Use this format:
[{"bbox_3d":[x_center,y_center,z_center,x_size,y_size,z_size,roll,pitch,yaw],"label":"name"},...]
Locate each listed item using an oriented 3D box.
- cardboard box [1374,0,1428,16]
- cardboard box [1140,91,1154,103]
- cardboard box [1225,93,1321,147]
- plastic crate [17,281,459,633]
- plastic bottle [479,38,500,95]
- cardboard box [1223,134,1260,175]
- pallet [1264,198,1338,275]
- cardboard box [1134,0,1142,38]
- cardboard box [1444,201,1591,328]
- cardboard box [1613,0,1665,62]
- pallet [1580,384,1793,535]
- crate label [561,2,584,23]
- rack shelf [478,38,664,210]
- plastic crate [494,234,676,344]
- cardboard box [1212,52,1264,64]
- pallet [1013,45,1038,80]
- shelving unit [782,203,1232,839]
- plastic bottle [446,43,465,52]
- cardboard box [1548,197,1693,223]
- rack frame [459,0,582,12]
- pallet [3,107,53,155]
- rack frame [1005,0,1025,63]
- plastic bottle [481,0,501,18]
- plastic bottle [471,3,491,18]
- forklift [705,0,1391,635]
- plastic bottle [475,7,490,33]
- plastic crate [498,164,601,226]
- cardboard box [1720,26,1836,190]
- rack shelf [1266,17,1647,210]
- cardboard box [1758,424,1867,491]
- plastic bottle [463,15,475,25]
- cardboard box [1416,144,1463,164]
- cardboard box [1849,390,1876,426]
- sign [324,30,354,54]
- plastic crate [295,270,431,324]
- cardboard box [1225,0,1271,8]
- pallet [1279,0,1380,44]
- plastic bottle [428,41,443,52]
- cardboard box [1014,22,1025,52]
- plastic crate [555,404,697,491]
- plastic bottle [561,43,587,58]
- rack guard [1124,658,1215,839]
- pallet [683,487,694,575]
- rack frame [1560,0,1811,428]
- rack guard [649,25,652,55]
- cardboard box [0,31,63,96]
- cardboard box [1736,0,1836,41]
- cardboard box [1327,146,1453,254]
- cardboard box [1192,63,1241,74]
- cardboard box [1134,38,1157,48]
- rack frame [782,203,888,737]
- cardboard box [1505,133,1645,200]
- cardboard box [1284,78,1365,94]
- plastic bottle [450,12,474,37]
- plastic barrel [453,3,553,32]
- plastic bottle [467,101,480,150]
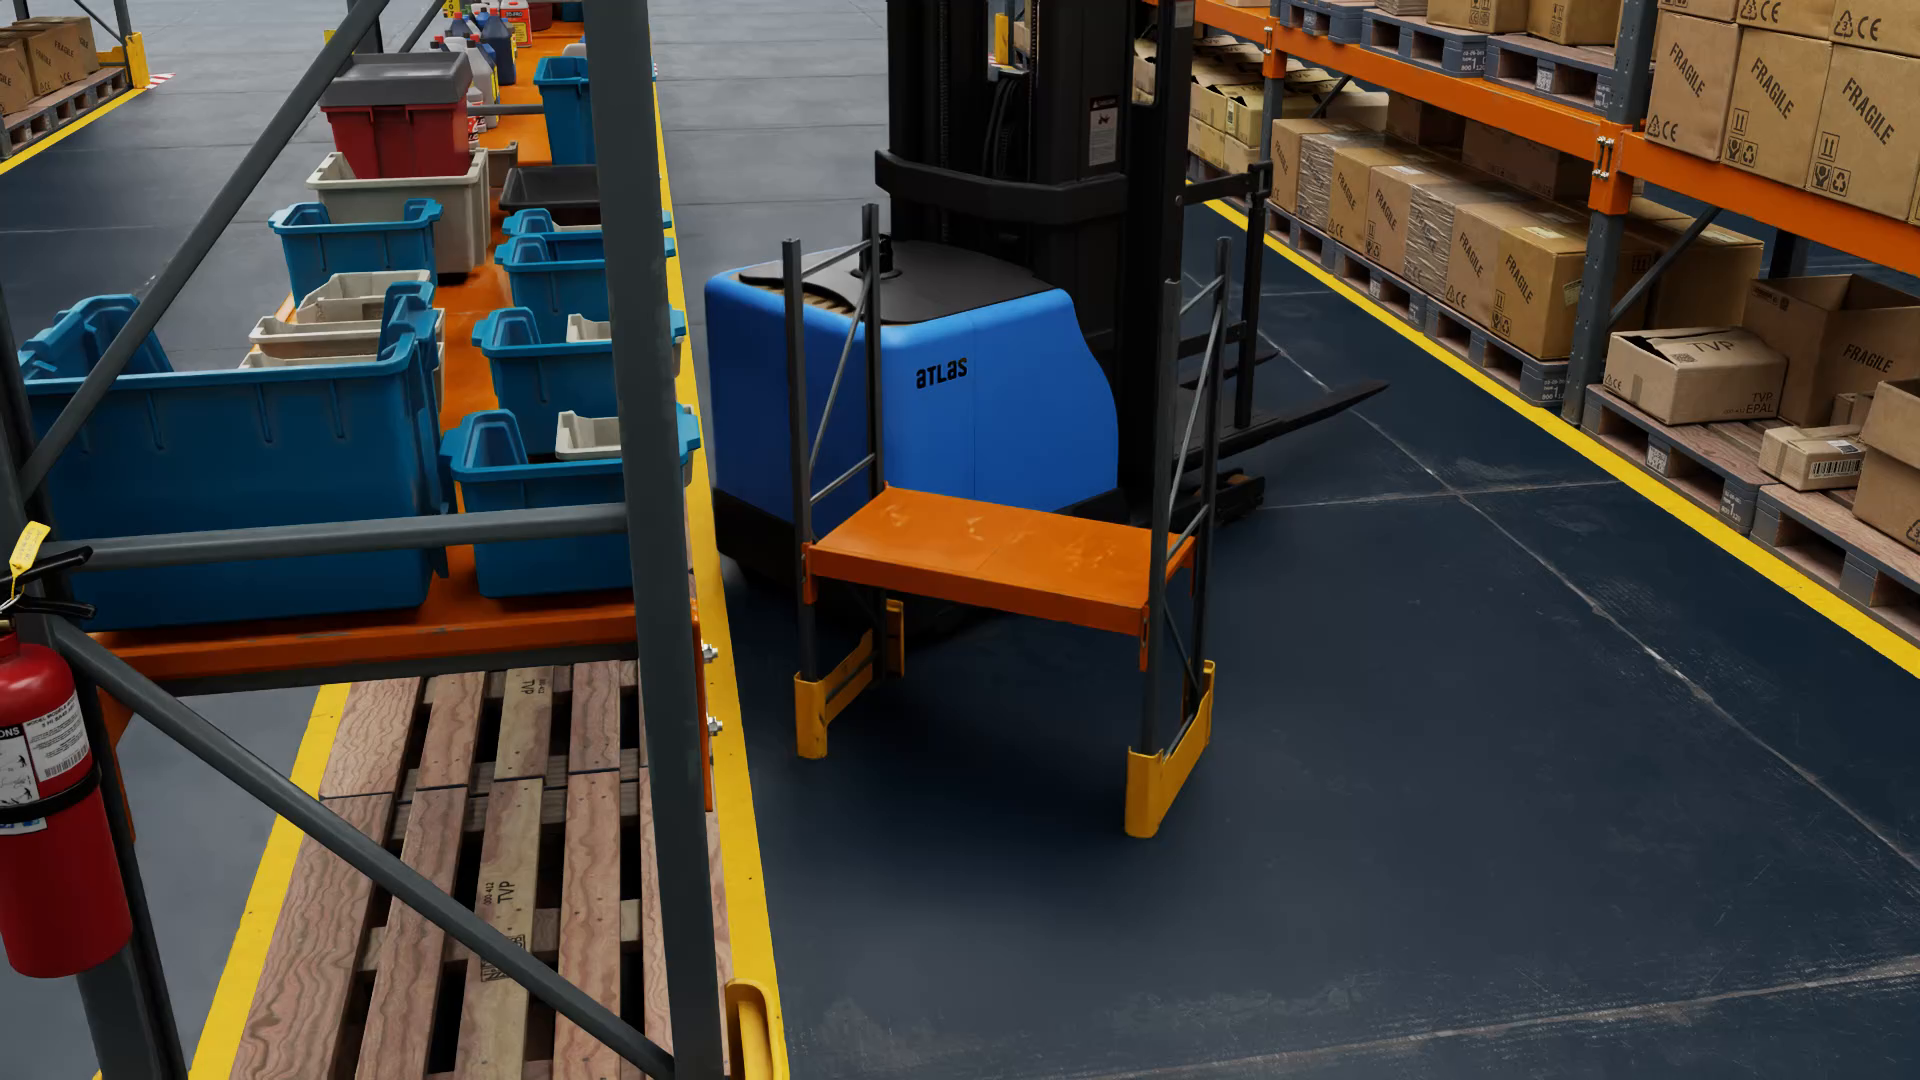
[{"bbox_3d":[2.678,-3.134,9.028,0.700,0.500,0.500,0,24,0],"label":"cardboard box"},{"bbox_3d":[1.753,-3.433,13.273,0.500,0.250,0.500,-5,24,-11],"label":"cardboard box"},{"bbox_3d":[2.131,-2.886,11.320,0.500,0.311,0.500,-4,24,-8],"label":"cardboard box"},{"bbox_3d":[-1.165,-0.158,2.746,0.616,0.435,0.499,-4,24,-10],"label":"plastic crate"},{"bbox_3d":[-2.159,-2.145,7.575,0.097,0.271,0.097,0,24,0],"label":"plastic bottle"},{"bbox_3d":[2.133,-2.630,11.435,0.500,0.250,0.500,-4,24,-8],"label":"cardboard box"},{"bbox_3d":[2.571,-1.934,10.415,1.003,0.211,1.213,-4,24,-10],"label":"pallet"},{"bbox_3d":[1.349,-4.722,15.287,0.500,0.500,0.500,-4,24,-10],"label":"cardboard box"},{"bbox_3d":[2.753,-1.359,8.188,0.500,0.500,0.500,-4,24,-10],"label":"cardboard box"},{"bbox_3d":[3.342,-2.376,7.294,0.700,0.500,0.500,-13,27,-27],"label":"cardboard box"},{"bbox_3d":[3.335,-0.387,6.873,1.003,0.211,1.213,-4,24,-10],"label":"pallet"},{"bbox_3d":[-2.317,-3.571,10.633,0.502,0.435,0.616,-4,24,-10],"label":"crate label"},{"bbox_3d":[-2.029,-2.027,8.043,1.077,0.370,4.000,-4,24,-10],"label":"rack shelf"},{"bbox_3d":[-0.885,-0.587,3.980,0.416,0.233,0.300,-4,24,-10],"label":"plastic crate"},{"bbox_3d":[2.279,-3.733,13.259,0.500,0.311,0.500,-4,24,-10],"label":"cardboard box"},{"bbox_3d":[1.173,-5.080,17.617,1.003,0.211,1.213,-4,24,-10],"label":"pallet"},{"bbox_3d":[0.132,-0.084,4.567,1.083,1.500,0.587,10,25,22],"label":"shelving unit"},{"bbox_3d":[-2.235,-2.039,7.327,0.152,0.276,0.135,-4,24,-10],"label":"plastic bottle"},{"bbox_3d":[3.250,-1.409,8.301,0.500,0.500,0.500,-4,24,-9],"label":"cardboard box"},{"bbox_3d":[-2.399,-3.144,9.700,1.000,3.000,0.127,-4,24,-10],"label":"rack frame"},{"bbox_3d":[-8.165,-3.334,13.620,1.003,0.211,1.213,-4,24,-10],"label":"pallet"},{"bbox_3d":[0.990,-6.655,17.741,1.000,3.000,0.127,-4,24,-10],"label":"rack frame"},{"bbox_3d":[-2.637,-2.893,9.280,0.152,0.276,0.135,-4,24,-10],"label":"plastic bottle"},{"bbox_3d":[-2.551,-2.711,8.864,0.152,0.276,0.135,-4,24,-10],"label":"plastic bottle"},{"bbox_3d":[0.545,-1.515,6.058,3.031,2.935,1.130,-20,31,-38],"label":"forklift"},{"bbox_3d":[-2.497,-2.665,8.766,0.097,0.271,0.097,0,24,0],"label":"plastic bottle"},{"bbox_3d":[-1.188,-1.051,5.178,0.437,0.125,0.590,-4,24,-10],"label":"plastic crate"},{"bbox_3d":[3.134,-1.559,5.948,0.500,0.500,0.500,-4,24,-9],"label":"cardboard box"},{"bbox_3d":[2.840,-2.392,8.879,1.077,0.370,4.000,-4,24,-10],"label":"rack shelf"},{"bbox_3d":[3.244,-0.318,6.220,0.380,0.166,0.250,-4,24,-10],"label":"cardboard box"},{"bbox_3d":[-2.489,-2.518,8.427,0.097,0.271,0.097,0,24,0],"label":"plastic bottle"},{"bbox_3d":[2.969,-2.011,9.679,0.500,0.500,0.500,-5,24,-12],"label":"cardboard box"},{"bbox_3d":[3.732,-0.407,6.243,0.500,0.311,0.500,-4,24,-10],"label":"cardboard box"},{"bbox_3d":[-2.200,-1.657,5.951,0.100,0.325,0.005,-4,24,-10],"label":"sign"},{"bbox_3d":[-1.436,-0.549,4.013,0.298,0.136,0.250,-4,24,-10],"label":"plastic crate"},{"bbox_3d":[2.032,-3.727,11.349,0.380,0.149,0.250,-4,24,-10],"label":"cardboard box"},{"bbox_3d":[2.664,-3.159,9.976,1.213,0.211,1.003,-4,24,-10],"label":"pallet"},{"bbox_3d":[-2.151,-1.885,6.880,0.144,0.351,0.185,-4,24,-10],"label":"plastic bottle"},{"bbox_3d":[0.871,-5.360,17.686,0.500,0.250,0.500,-4,24,-10],"label":"cardboard box"},{"bbox_3d":[-0.620,-0.157,3.117,0.250,0.136,0.298,-4,24,-10],"label":"plastic crate"},{"bbox_3d":[-1.691,-2.077,7.412,0.152,0.276,0.135,-4,24,-10],"label":"plastic bottle"},{"bbox_3d":[0.588,0.569,4.635,0.087,0.250,0.587,10,25,22],"label":"rack guard"},{"bbox_3d":[-1.485,-0.006,6.000,1.003,0.211,1.213,-4,24,-10],"label":"pallet"},{"bbox_3d":[3.209,-1.935,6.933,1.000,3.000,0.127,-4,24,-10],"label":"rack frame"},{"bbox_3d":[-3.818,-5.118,17.345,1.175,0.500,0.348,-4,24,-10],"label":"rack guard"},{"bbox_3d":[-8.405,-4.244,14.817,0.500,0.500,0.500,-2,24,-5],"label":"cardboard box"},{"bbox_3d":[3.116,-2.030,5.777,0.500,0.500,0.500,-5,24,-11],"label":"cardboard box"},{"bbox_3d":[2.463,-1.961,9.567,0.500,0.500,0.500,-5,24,-10],"label":"cardboard box"},{"bbox_3d":[1.847,-3.486,12.694,0.500,0.311,0.500,-4,24,-8],"label":"cardboard box"},{"bbox_3d":[1.562,-4.090,14.078,0.500,0.311,0.500,-4,24,-10],"label":"cardboard box"},{"bbox_3d":[-0.342,-0.166,4.757,0.032,1.500,0.500,10,25,22],"label":"rack frame"},{"bbox_3d":[3.175,-1.937,8.573,0.500,0.250,0.500,-4,24,-10],"label":"cardboard box"},{"bbox_3d":[2.556,-3.132,11.883,0.500,0.311,0.500,-5,24,-11],"label":"cardboard box"},{"bbox_3d":[-2.354,-2.318,7.872,0.144,0.351,0.185,-4,24,-10],"label":"plastic bottle"},{"bbox_3d":[-2.782,-3.366,10.039,0.600,0.536,0.708,-4,24,-10],"label":"plastic barrel"},{"bbox_3d":[-1.931,-1.627,6.475,0.097,0.201,0.097,0,24,0],"label":"plastic bottle"}]
